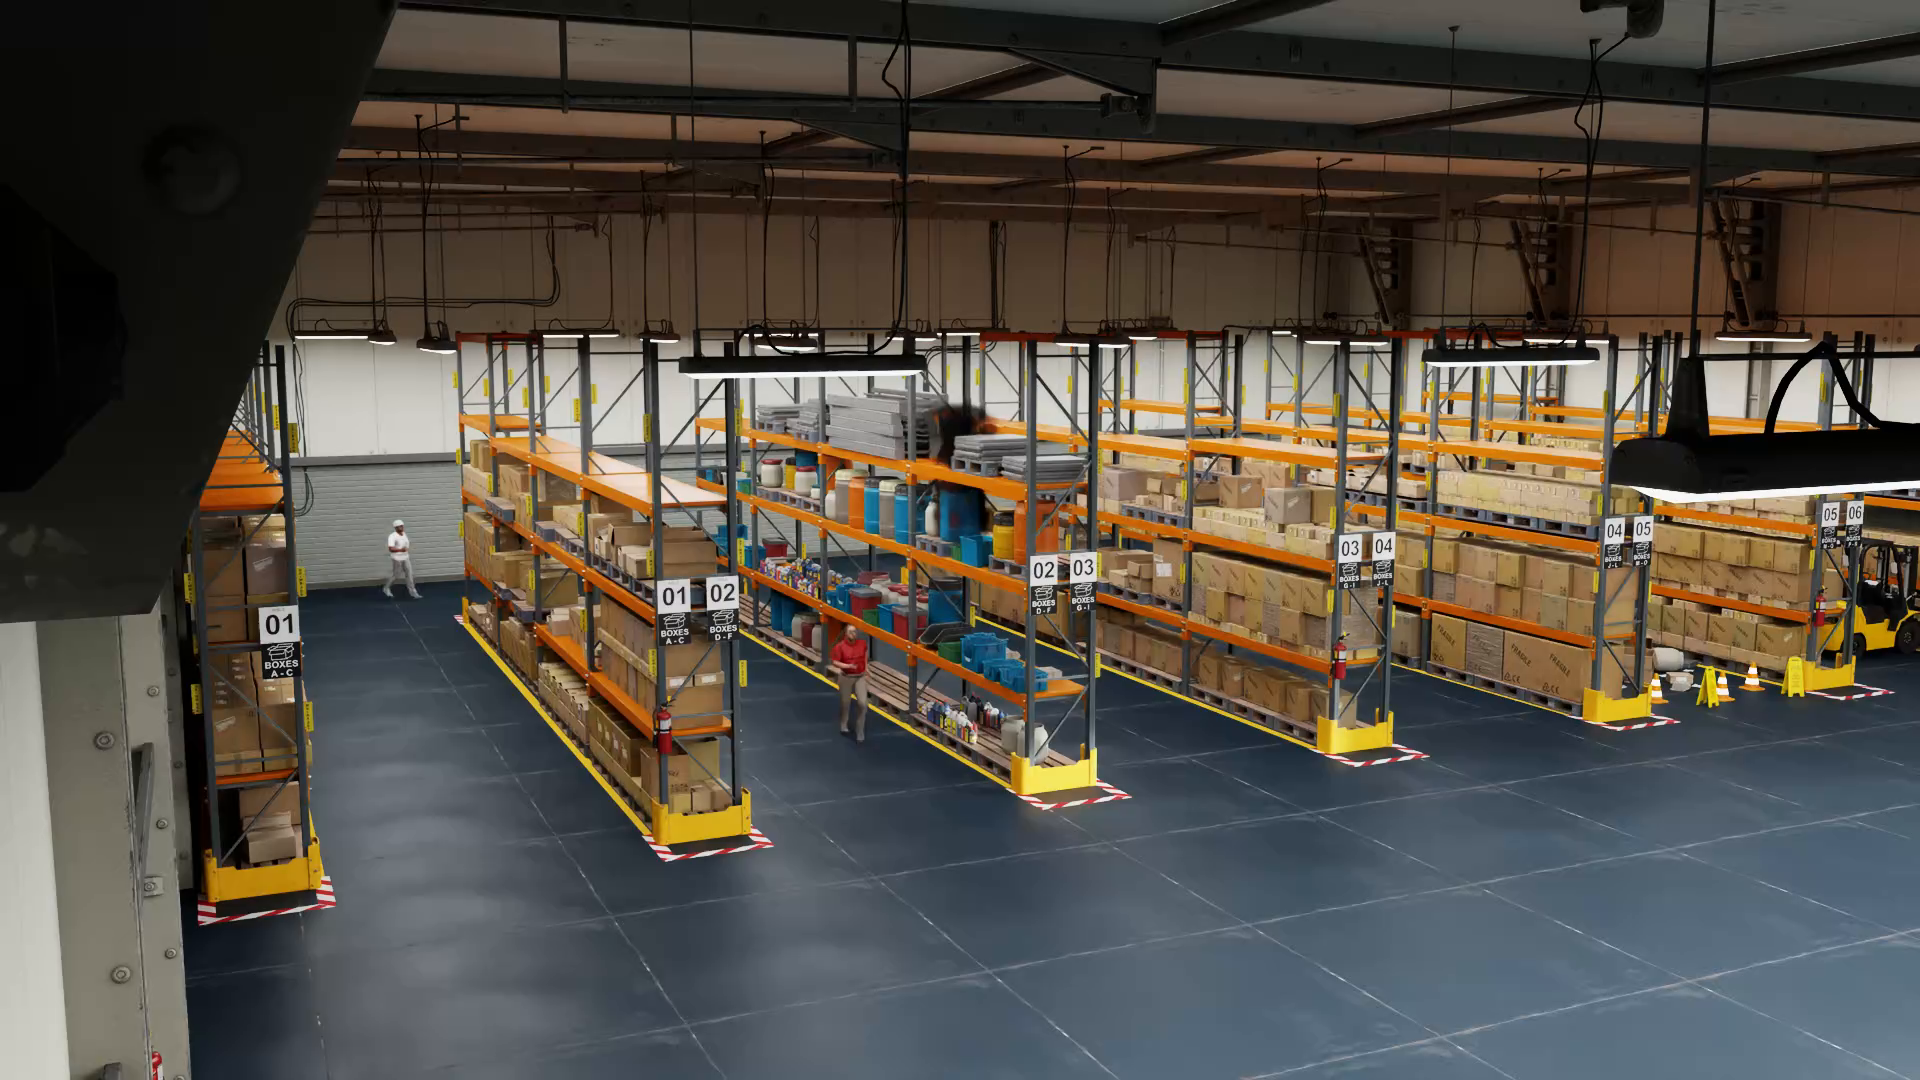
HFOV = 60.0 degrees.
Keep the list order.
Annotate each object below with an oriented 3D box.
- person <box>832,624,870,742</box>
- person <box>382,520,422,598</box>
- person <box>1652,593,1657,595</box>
[{"bbox_3d":[-1.622,2.142,24.913,0.620,1.790,0.853,-2,8,-17],"label":"person"},{"bbox_3d":[-12.485,0.425,37.102,0.953,1.763,0.714,2,8,15],"label":"person"},{"bbox_3d":[14.329,0.915,33.931,0.654,1.734,0.880,-6,10,-37],"label":"person"}]
